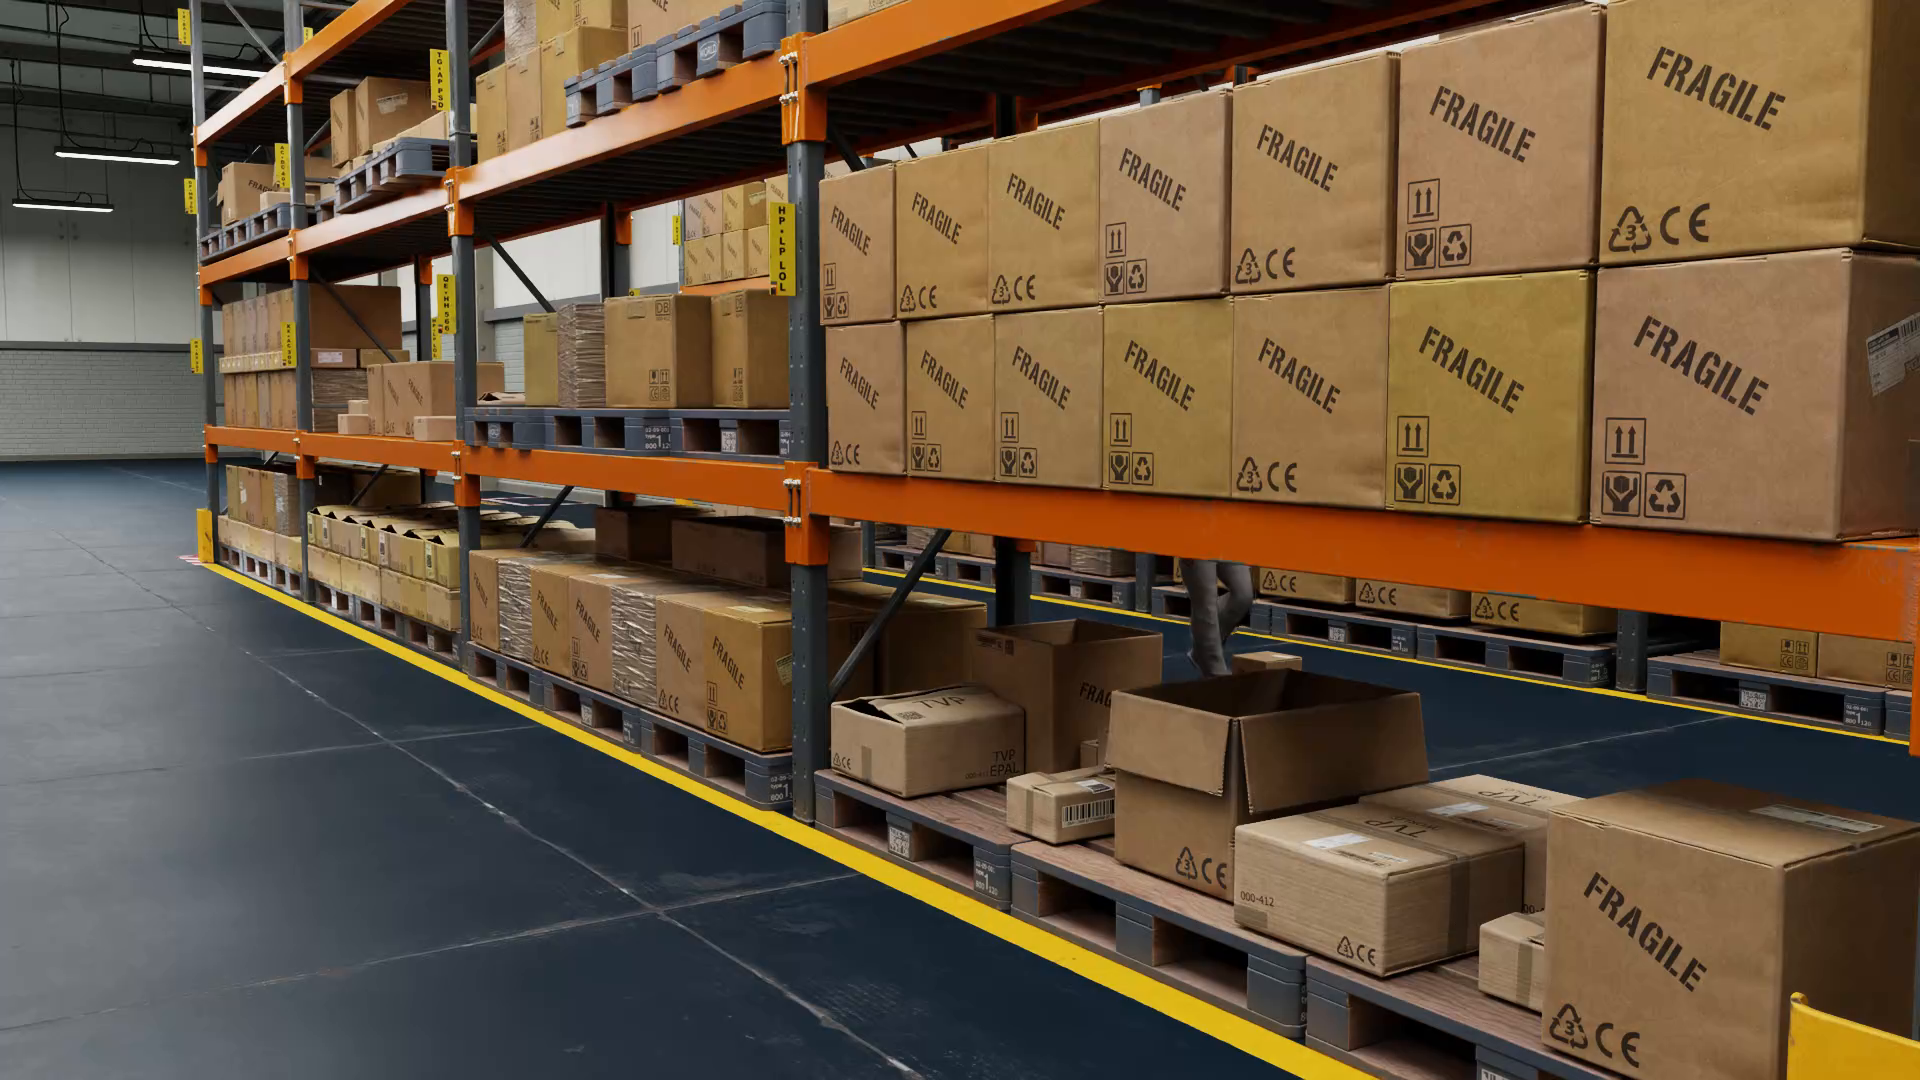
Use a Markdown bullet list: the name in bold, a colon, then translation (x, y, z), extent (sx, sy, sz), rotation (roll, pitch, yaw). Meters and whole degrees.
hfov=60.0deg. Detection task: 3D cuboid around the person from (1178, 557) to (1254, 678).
- **person**: translation (1.346, -0.005, 8.754), extent (0.508, 1.703, 0.528), rotation (-4, 6, -42)
